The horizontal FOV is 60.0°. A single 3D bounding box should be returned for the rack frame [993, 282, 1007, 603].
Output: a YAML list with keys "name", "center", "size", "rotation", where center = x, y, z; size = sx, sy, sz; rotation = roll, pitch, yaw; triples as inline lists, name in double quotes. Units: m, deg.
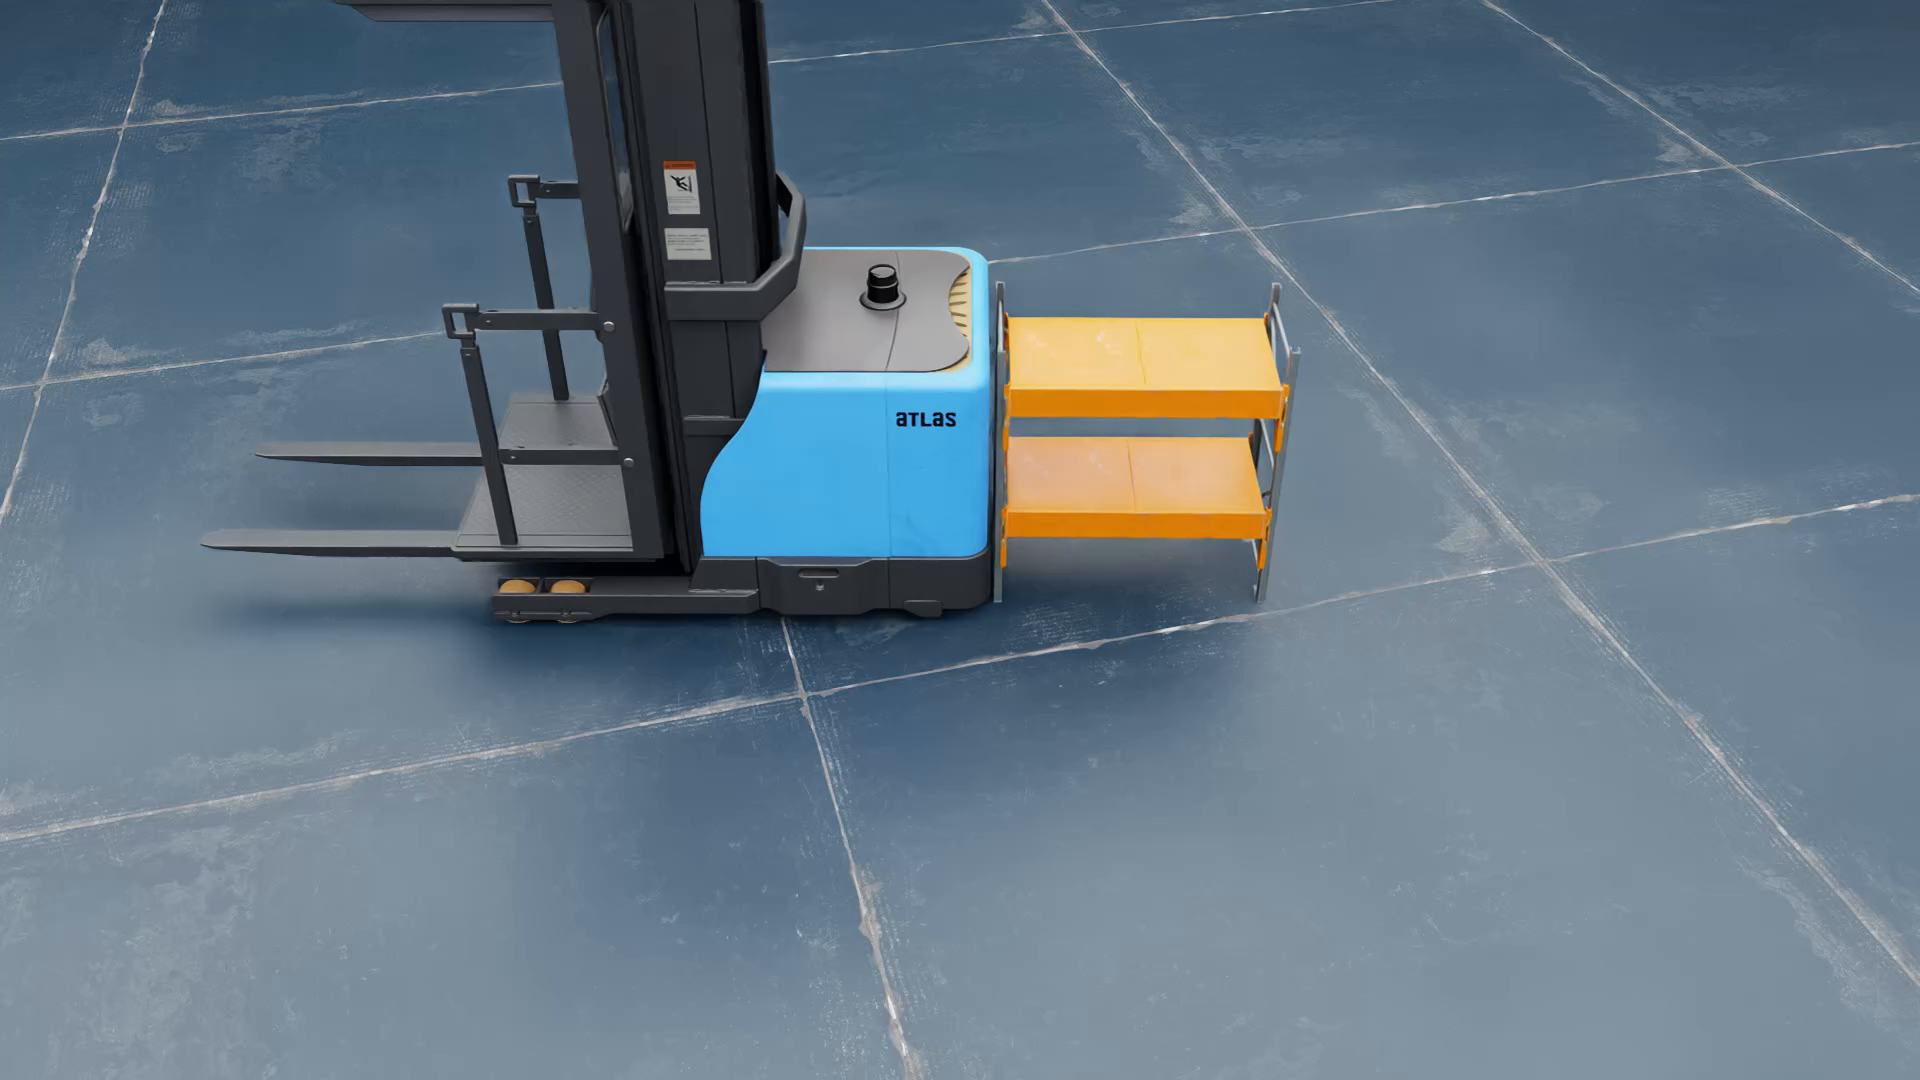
- name: "rack frame"
  center: [0.148, -0.355, 6.289]
  size: [0.032, 1.125, 0.500]
  rotation: [0, 37, 0]

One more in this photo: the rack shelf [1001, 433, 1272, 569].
- name: "rack shelf"
  center: [0.656, -0.159, 6.434]
  size: [1.000, 0.278, 0.538]
  rotation: [0, 37, 0]

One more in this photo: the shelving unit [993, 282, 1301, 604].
- name: "shelving unit"
  center: [0.656, -0.353, 6.286]
  size: [1.048, 1.125, 0.538]
  rotation: [0, 37, 0]

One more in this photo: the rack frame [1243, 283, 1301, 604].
- name: "rack frame"
  center: [1.164, -0.350, 6.282]
  size: [0.032, 1.125, 0.500]
  rotation: [0, 37, 0]

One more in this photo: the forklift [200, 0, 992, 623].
- name: "forklift"
  center: [-1.397, -1.169, 5.866]
  size: [3.031, 2.935, 1.130]
  rotation: [0, 37, 0]

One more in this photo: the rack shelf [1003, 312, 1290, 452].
- name: "rack shelf"
  center: [0.656, -0.585, 6.108]
  size: [1.000, 0.278, 0.538]
  rotation: [0, 37, 0]
